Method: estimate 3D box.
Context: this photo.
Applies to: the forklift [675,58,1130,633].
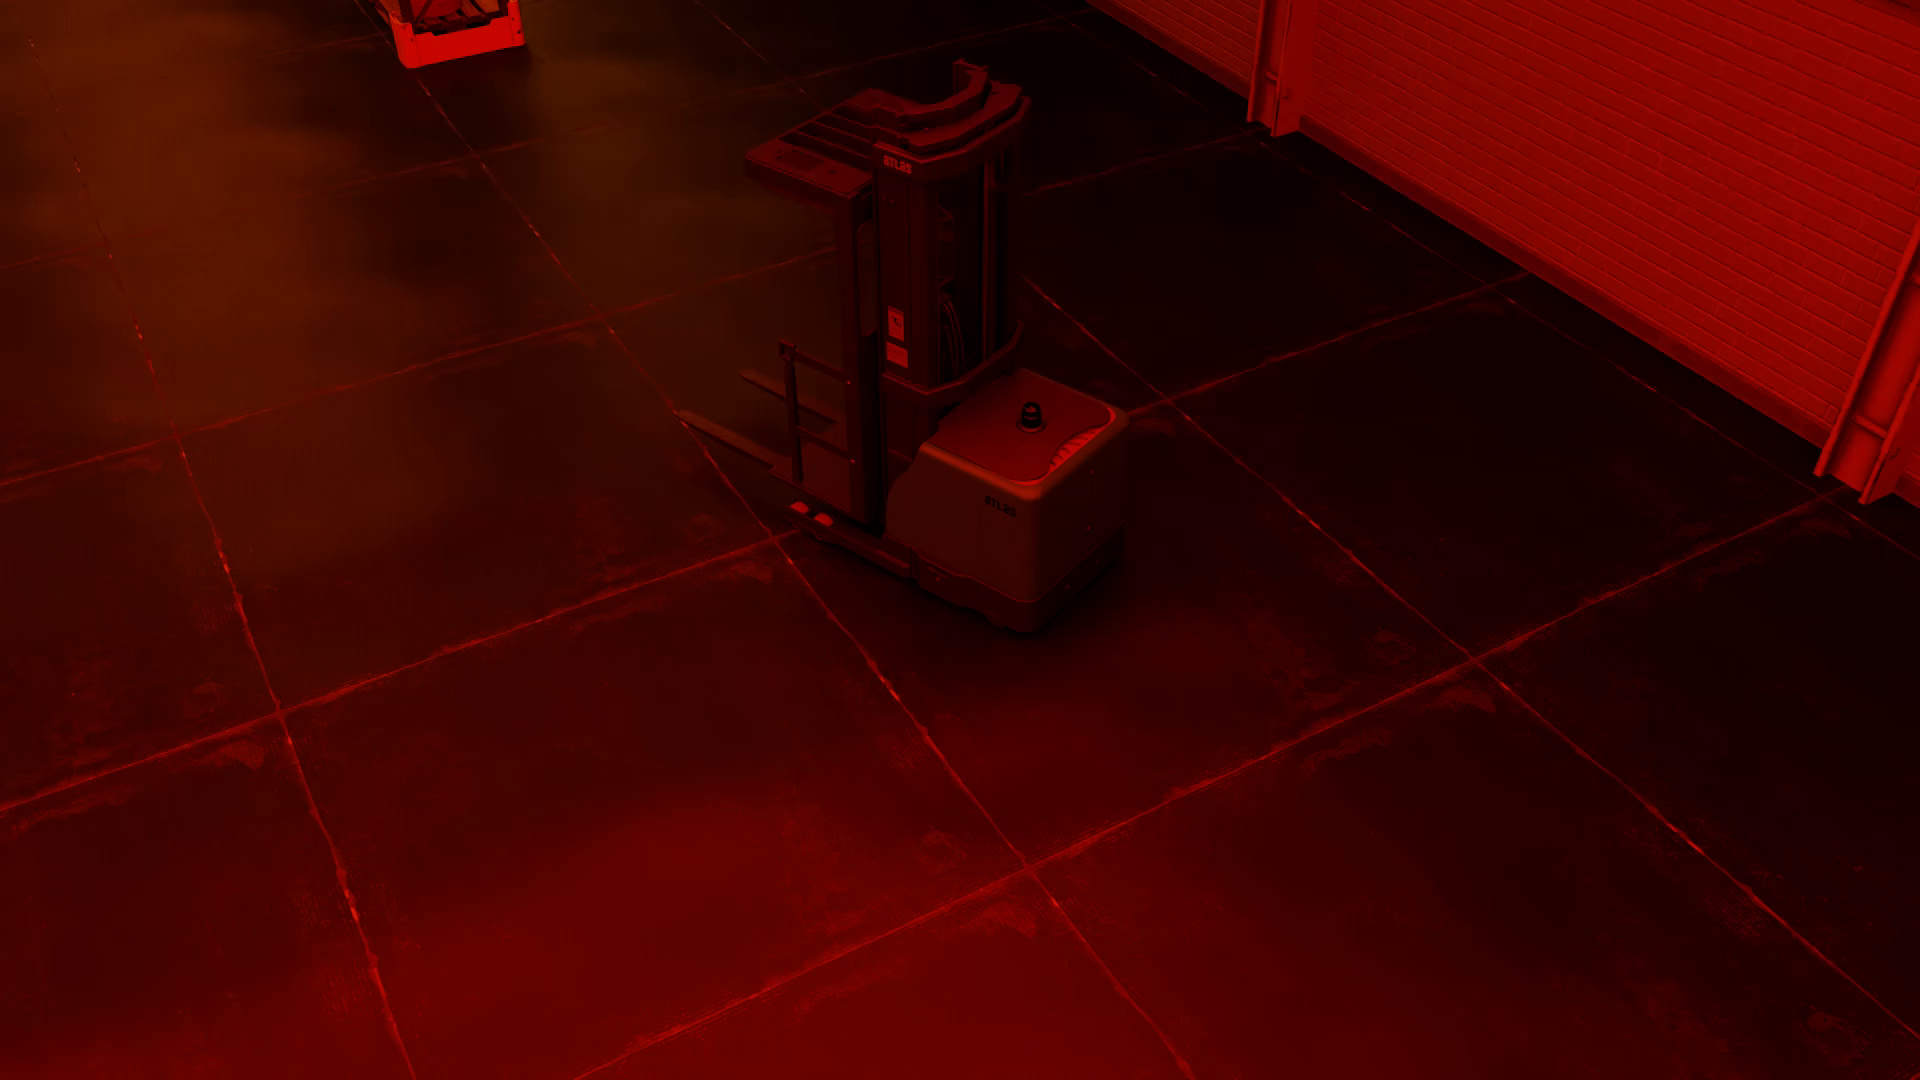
[{"bbox_3d":[-0.481,-1.366,9.683,3.031,2.935,1.130,26,46,28],"label":"forklift"}]
